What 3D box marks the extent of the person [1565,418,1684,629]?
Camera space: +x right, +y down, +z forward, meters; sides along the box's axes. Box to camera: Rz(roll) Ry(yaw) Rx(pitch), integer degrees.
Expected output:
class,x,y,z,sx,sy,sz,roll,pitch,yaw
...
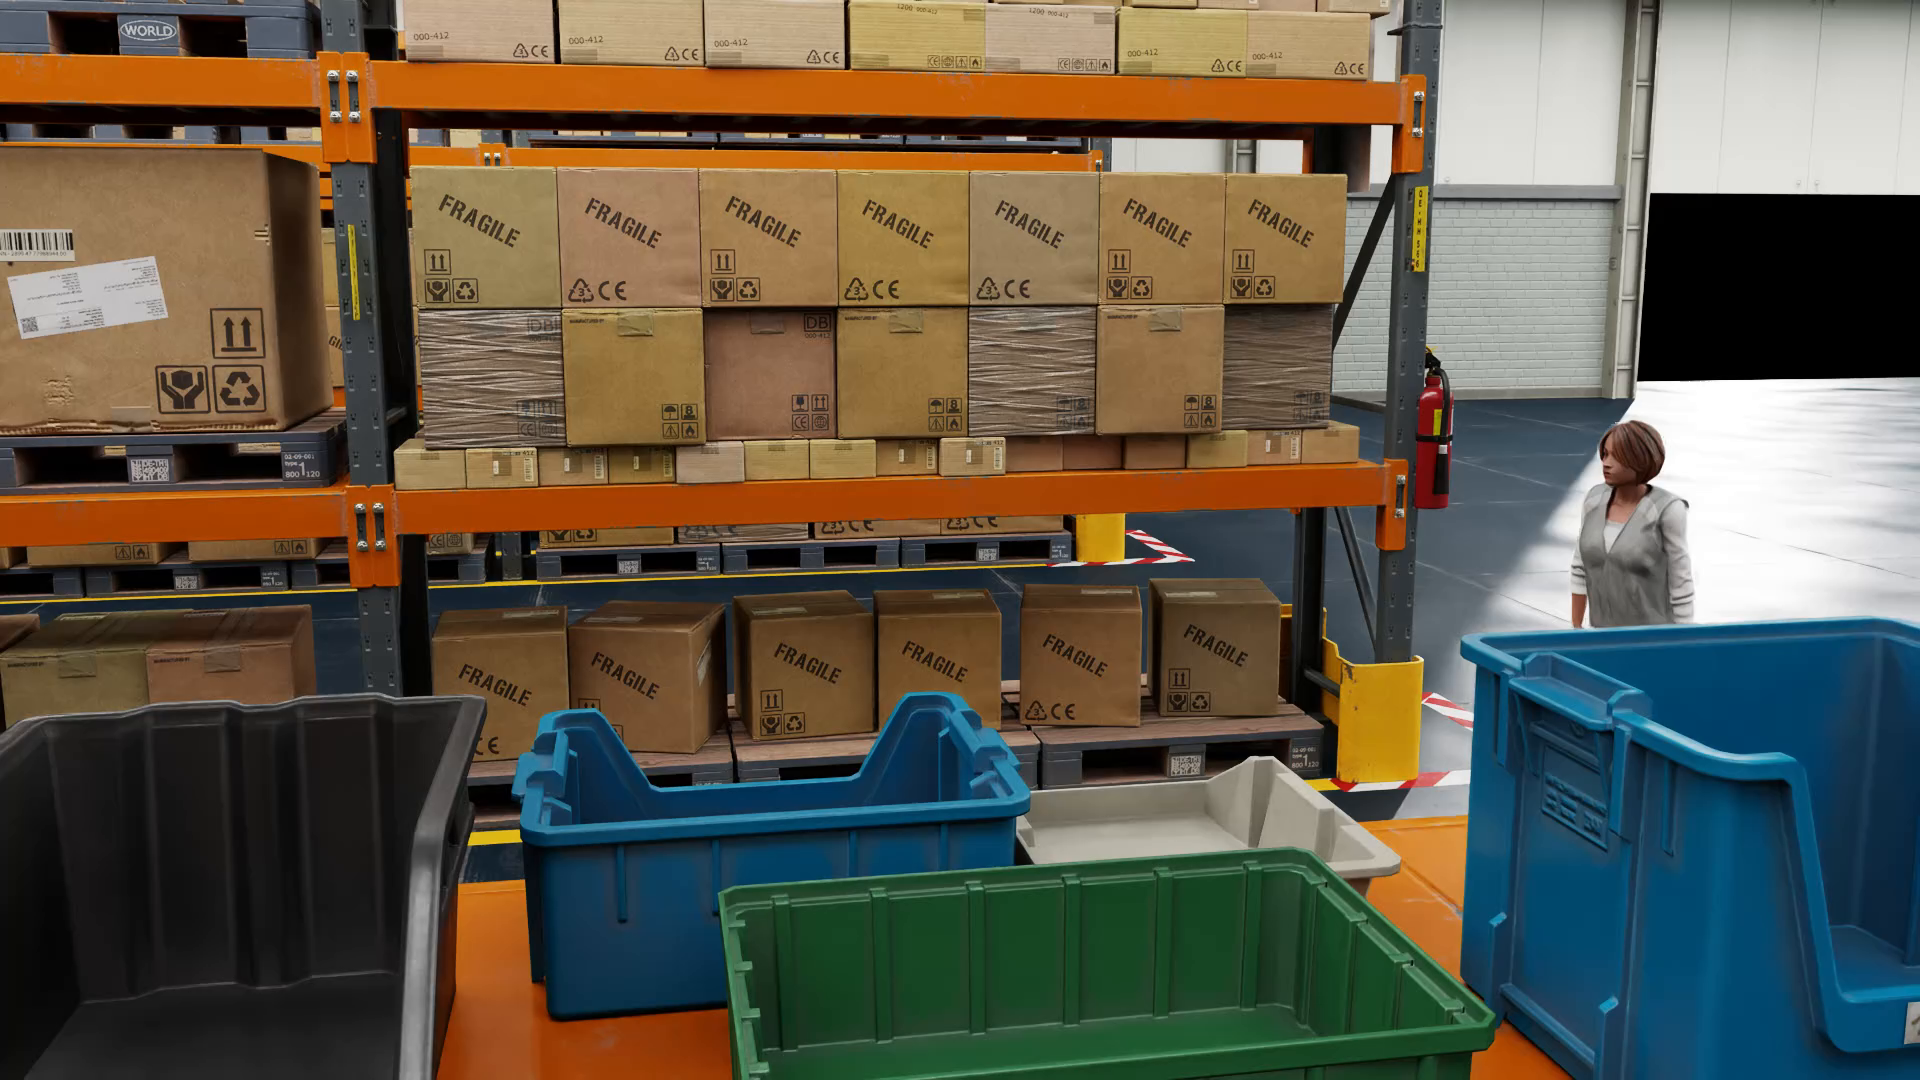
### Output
class,x,y,z,sx,sy,sz,roll,pitch,yaw
person,2.301,0.364,5.768,0.423,1.558,0.474,-6,12,-32
